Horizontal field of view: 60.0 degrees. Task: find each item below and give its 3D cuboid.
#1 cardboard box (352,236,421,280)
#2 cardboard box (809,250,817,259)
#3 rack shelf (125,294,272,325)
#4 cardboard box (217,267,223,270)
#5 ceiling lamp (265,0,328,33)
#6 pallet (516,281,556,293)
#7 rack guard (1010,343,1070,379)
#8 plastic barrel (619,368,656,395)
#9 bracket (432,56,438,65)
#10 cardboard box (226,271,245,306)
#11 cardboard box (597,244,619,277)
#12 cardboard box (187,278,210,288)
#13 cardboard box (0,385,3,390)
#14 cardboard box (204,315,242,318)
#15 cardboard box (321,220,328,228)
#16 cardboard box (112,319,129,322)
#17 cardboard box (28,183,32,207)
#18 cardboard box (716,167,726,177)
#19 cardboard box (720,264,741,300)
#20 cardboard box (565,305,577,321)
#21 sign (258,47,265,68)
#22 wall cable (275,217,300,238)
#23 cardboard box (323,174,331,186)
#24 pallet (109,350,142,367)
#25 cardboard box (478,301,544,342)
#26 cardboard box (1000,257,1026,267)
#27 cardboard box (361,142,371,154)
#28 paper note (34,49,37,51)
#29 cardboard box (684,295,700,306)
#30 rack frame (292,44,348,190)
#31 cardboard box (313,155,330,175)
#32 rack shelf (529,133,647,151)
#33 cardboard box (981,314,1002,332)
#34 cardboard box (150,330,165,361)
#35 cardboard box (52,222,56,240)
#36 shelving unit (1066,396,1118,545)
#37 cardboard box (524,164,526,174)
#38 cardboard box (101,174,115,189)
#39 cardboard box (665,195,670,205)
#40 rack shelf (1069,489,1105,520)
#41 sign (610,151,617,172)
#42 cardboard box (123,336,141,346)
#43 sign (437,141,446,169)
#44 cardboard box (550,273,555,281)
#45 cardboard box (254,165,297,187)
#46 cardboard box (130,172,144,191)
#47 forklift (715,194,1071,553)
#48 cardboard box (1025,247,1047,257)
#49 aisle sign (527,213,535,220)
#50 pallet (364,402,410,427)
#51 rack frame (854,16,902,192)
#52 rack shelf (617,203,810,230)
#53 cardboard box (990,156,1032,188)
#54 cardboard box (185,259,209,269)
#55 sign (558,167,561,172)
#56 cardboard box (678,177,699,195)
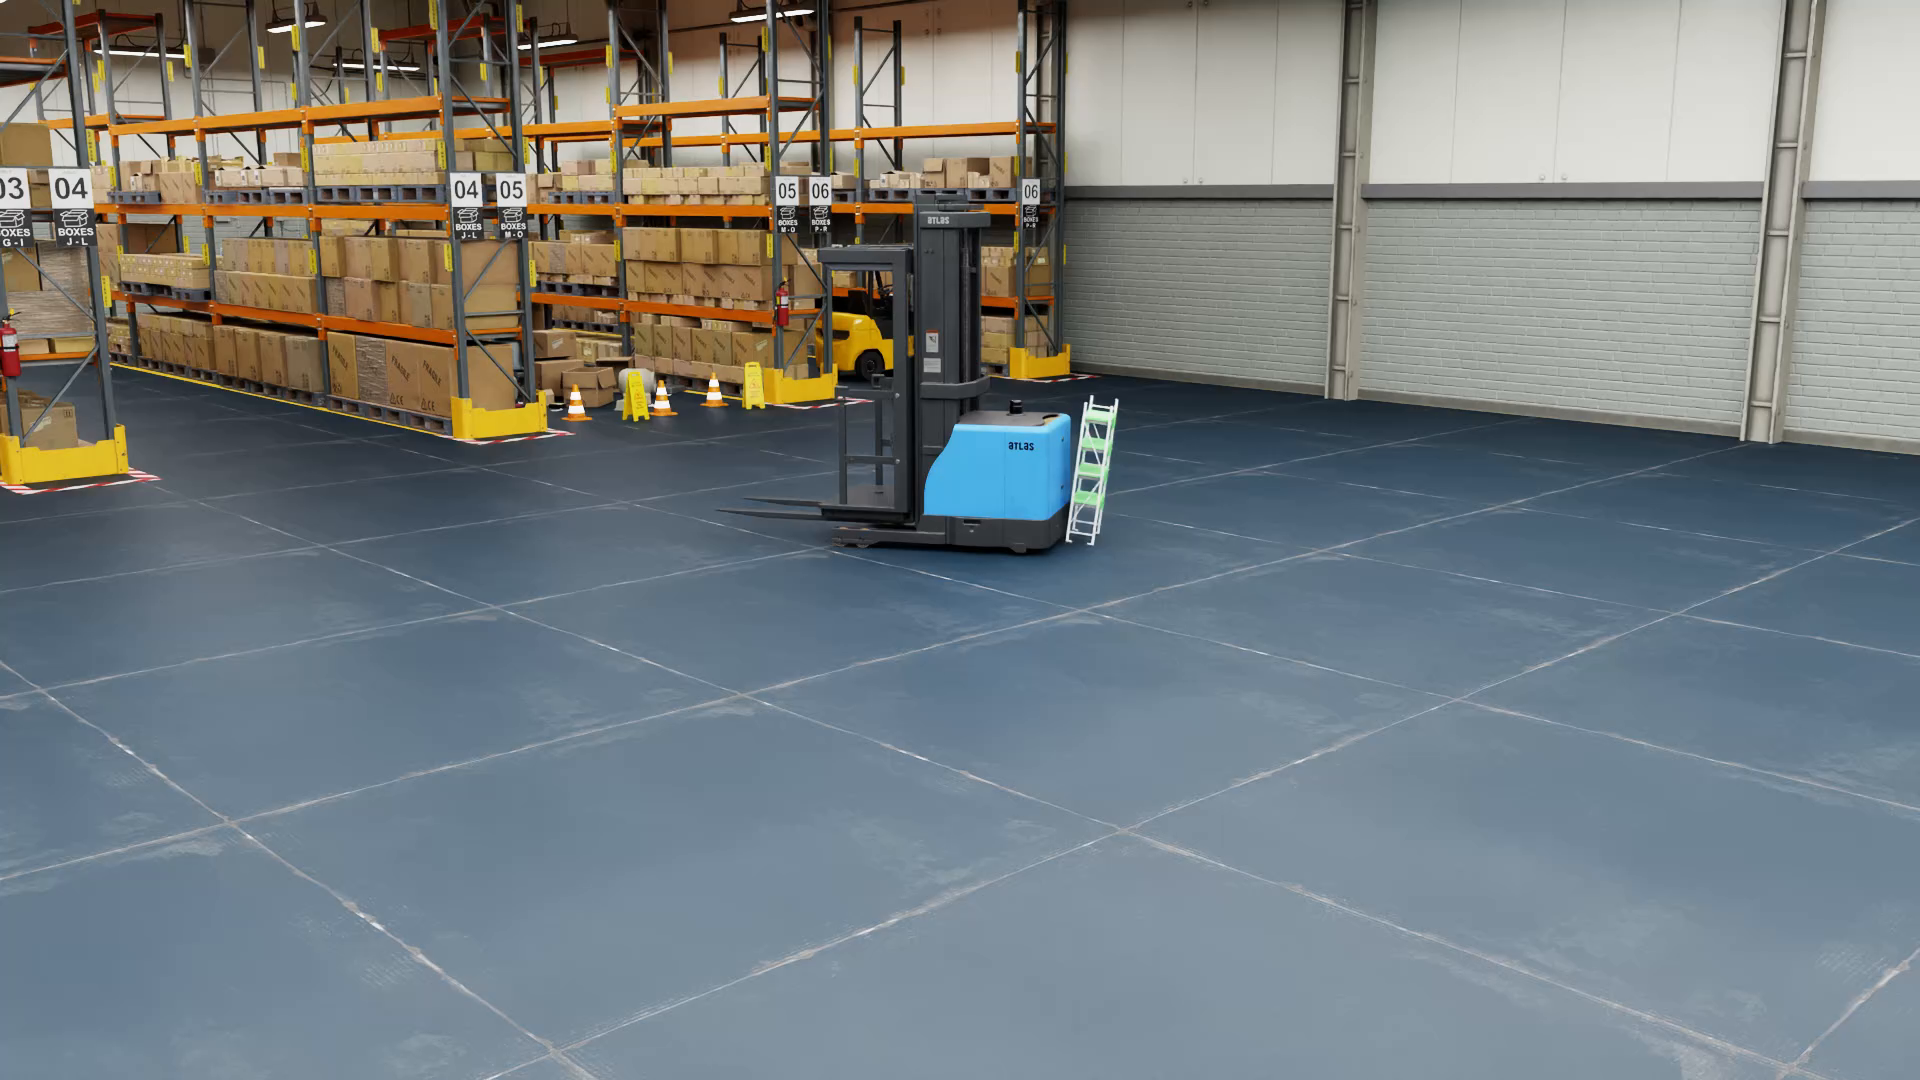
[{"bbox_3d":[-7.578,-3.773,22.242,0.875,0.550,0.550,-11,16,-43],"label":"cardboard box"},{"bbox_3d":[-2.579,-5.318,30.937,0.250,0.149,0.380,11,16,44],"label":"cardboard box"},{"bbox_3d":[-12.689,-3.914,27.760,1.077,0.370,4.000,-11,16,-43],"label":"rack shelf"},{"bbox_3d":[-11.872,-4.379,27.079,0.250,0.149,0.380,11,16,43],"label":"cardboard box"},{"bbox_3d":[-11.563,-10.634,29.261,0.800,3.185,2.000,-11,16,-43],"label":"ceiling lamp"},{"bbox_3d":[-7.228,-4.496,29.277,1.213,0.211,1.003,-11,16,-43],"label":"pallet"},{"bbox_3d":[1.331,-2.976,27.618,1.175,0.500,0.348,-11,16,-43],"label":"rack guard"},{"bbox_3d":[-4.794,-2.340,24.722,0.512,0.421,0.421,-1,12,-4],"label":"plastic barrel"},{"bbox_3d":[-13.125,-12.116,42.001,0.235,0.232,0.430,-11,16,-43],"label":"bracket"},{"bbox_3d":[-10.840,-3.847,25.402,0.500,0.500,0.500,-11,16,-43],"label":"cardboard box"},{"bbox_3d":[-5.520,-4.531,26.946,0.500,0.500,0.500,-11,16,-44],"label":"cardboard box"},{"bbox_3d":[-11.981,-4.065,26.292,0.380,0.149,0.250,-11,16,-42],"label":"cardboard box"},{"bbox_3d":[-11.554,-1.549,19.653,0.500,0.500,0.500,-5,13,-25],"label":"cardboard box"},{"bbox_3d":[-12.291,-3.606,27.775,0.500,0.250,0.500,-11,16,-42],"label":"cardboard box"},{"bbox_3d":[-12.948,-6.531,34.343,0.380,0.149,0.250,-10,15,-41],"label":"cardboard box"},{"bbox_3d":[-15.748,-4.090,31.379,0.250,0.149,0.380,11,16,43],"label":"cardboard box"},{"bbox_3d":[-9.957,-3.561,17.203,0.500,0.250,0.500,-10,16,-41],"label":"cardboard box"},{"bbox_3d":[-3.361,-5.415,24.475,0.380,0.149,0.250,-11,16,-43],"label":"cardboard box"},{"bbox_3d":[-3.189,-3.821,24.539,0.500,0.500,0.500,-11,16,-42],"label":"cardboard box"},{"bbox_3d":[-8.526,-5.197,37.356,0.500,0.500,0.500,-11,16,-42],"label":"cardboard box"},{"bbox_3d":[-10.909,-7.526,25.933,0.100,0.325,0.005,-11,16,-43],"label":"sign"},{"bbox_3d":[-16.215,-7.363,40.201,0.588,1.984,0.122,-11,16,-43],"label":"wall cable"},{"bbox_3d":[-8.360,-4.854,22.437,0.380,0.149,0.250,-11,16,-42],"label":"cardboard box"},{"bbox_3d":[-14.559,-3.286,29.837,1.003,0.211,1.213,-11,16,-43],"label":"pallet"},{"bbox_3d":[-8.214,-3.957,30.408,0.875,0.875,0.875,-11,16,-43],"label":"cardboard box"},{"bbox_3d":[0.873,-4.582,27.364,0.380,0.149,0.250,-11,16,-42],"label":"cardboard box"},{"bbox_3d":[-7.489,-5.060,21.461,0.380,0.149,0.250,-11,16,-43],"label":"cardboard box"},{"bbox_3d":[-17.006,-9.015,30.584,0.001,0.032,0.123,-11,16,-43],"label":"paper note"},{"bbox_3d":[-3.979,-3.661,25.370,0.380,0.149,0.250,-11,16,-43],"label":"cardboard box"},{"bbox_3d":[-13.322,-8.785,34.752,1.000,3.000,0.127,-11,16,-43],"label":"rack frame"},{"bbox_3d":[-8.410,-5.077,22.531,0.500,0.250,0.500,-11,16,-42],"label":"cardboard box"},{"bbox_3d":[-8.353,-8.832,36.768,1.077,0.370,4.000,-11,16,-43],"label":"rack shelf"},{"bbox_3d":[0.414,-3.650,27.990,0.500,0.250,0.500,-11,16,-42],"label":"cardboard box"},{"bbox_3d":[-13.385,-3.318,28.238,0.500,0.500,0.500,-10,15,-40],"label":"cardboard box"},{"bbox_3d":[-16.714,-5.724,31.299,0.500,0.500,0.500,-11,16,-43],"label":"cardboard box"},{"bbox_3d":[1.139,-0.606,14.315,0.258,1.200,0.503,9,13,9],"label":"shelving unit"},{"bbox_3d":[-8.167,-6.439,29.500,0.637,0.503,0.797,11,16,42],"label":"cardboard box"},{"bbox_3d":[-14.573,-6.231,28.921,0.500,0.250,0.500,11,16,42],"label":"cardboard box"},{"bbox_3d":[-4.285,-5.213,25.468,0.250,0.149,0.380,11,16,43],"label":"cardboard box"},{"bbox_3d":[1.102,-0.312,14.383,0.258,0.148,0.480,9,13,9],"label":"rack shelf"},{"bbox_3d":[-5.434,-5.933,26.084,0.100,0.325,0.005,-11,16,-43],"label":"sign"},{"bbox_3d":[-14.518,-3.515,29.328,0.380,0.149,0.250,-10,16,-41],"label":"cardboard box"},{"bbox_3d":[-6.185,-4.598,19.862,0.100,0.325,0.005,-11,16,-43],"label":"sign"},{"bbox_3d":[-6.760,-4.493,28.369,0.380,0.149,0.250,-10,15,-40],"label":"cardboard box"},{"bbox_3d":[-9.915,-5.296,24.184,0.500,0.311,0.500,11,16,43],"label":"cardboard box"},{"bbox_3d":[-13.614,-6.032,28.003,0.500,0.311,0.500,-11,16,-43],"label":"cardboard box"},{"bbox_3d":[-0.603,-1.469,14.276,3.031,2.935,1.130,3,12,15],"label":"forklift"},{"bbox_3d":[1.237,-4.795,27.660,0.380,0.149,0.250,-11,16,-44],"label":"cardboard box"},{"bbox_3d":[-9.994,-7.781,38.305,0.394,0.787,0.004,-11,16,-43],"label":"aisle sign"},{"bbox_3d":[-7.230,-1.725,22.262,1.003,0.211,1.213,-11,16,-43],"label":"pallet"},{"bbox_3d":[-1.448,-7.726,29.611,1.000,3.000,0.127,-11,16,-43],"label":"rack frame"},{"bbox_3d":[-3.654,-4.920,25.210,1.077,0.370,4.000,-11,16,-43],"label":"rack shelf"},{"bbox_3d":[0.833,-6.007,27.167,0.500,0.500,0.500,-10,15,-41],"label":"cardboard box"},{"bbox_3d":[-11.978,-4.356,26.231,0.250,0.149,0.380,11,16,43],"label":"cardboard box"},{"bbox_3d":[-9.319,-8.516,38.686,0.100,0.325,0.005,-11,16,-43],"label":"sign"},{"bbox_3d":[-3.880,-5.312,24.964,0.500,0.250,0.500,-11,16,-42],"label":"cardboard box"}]
